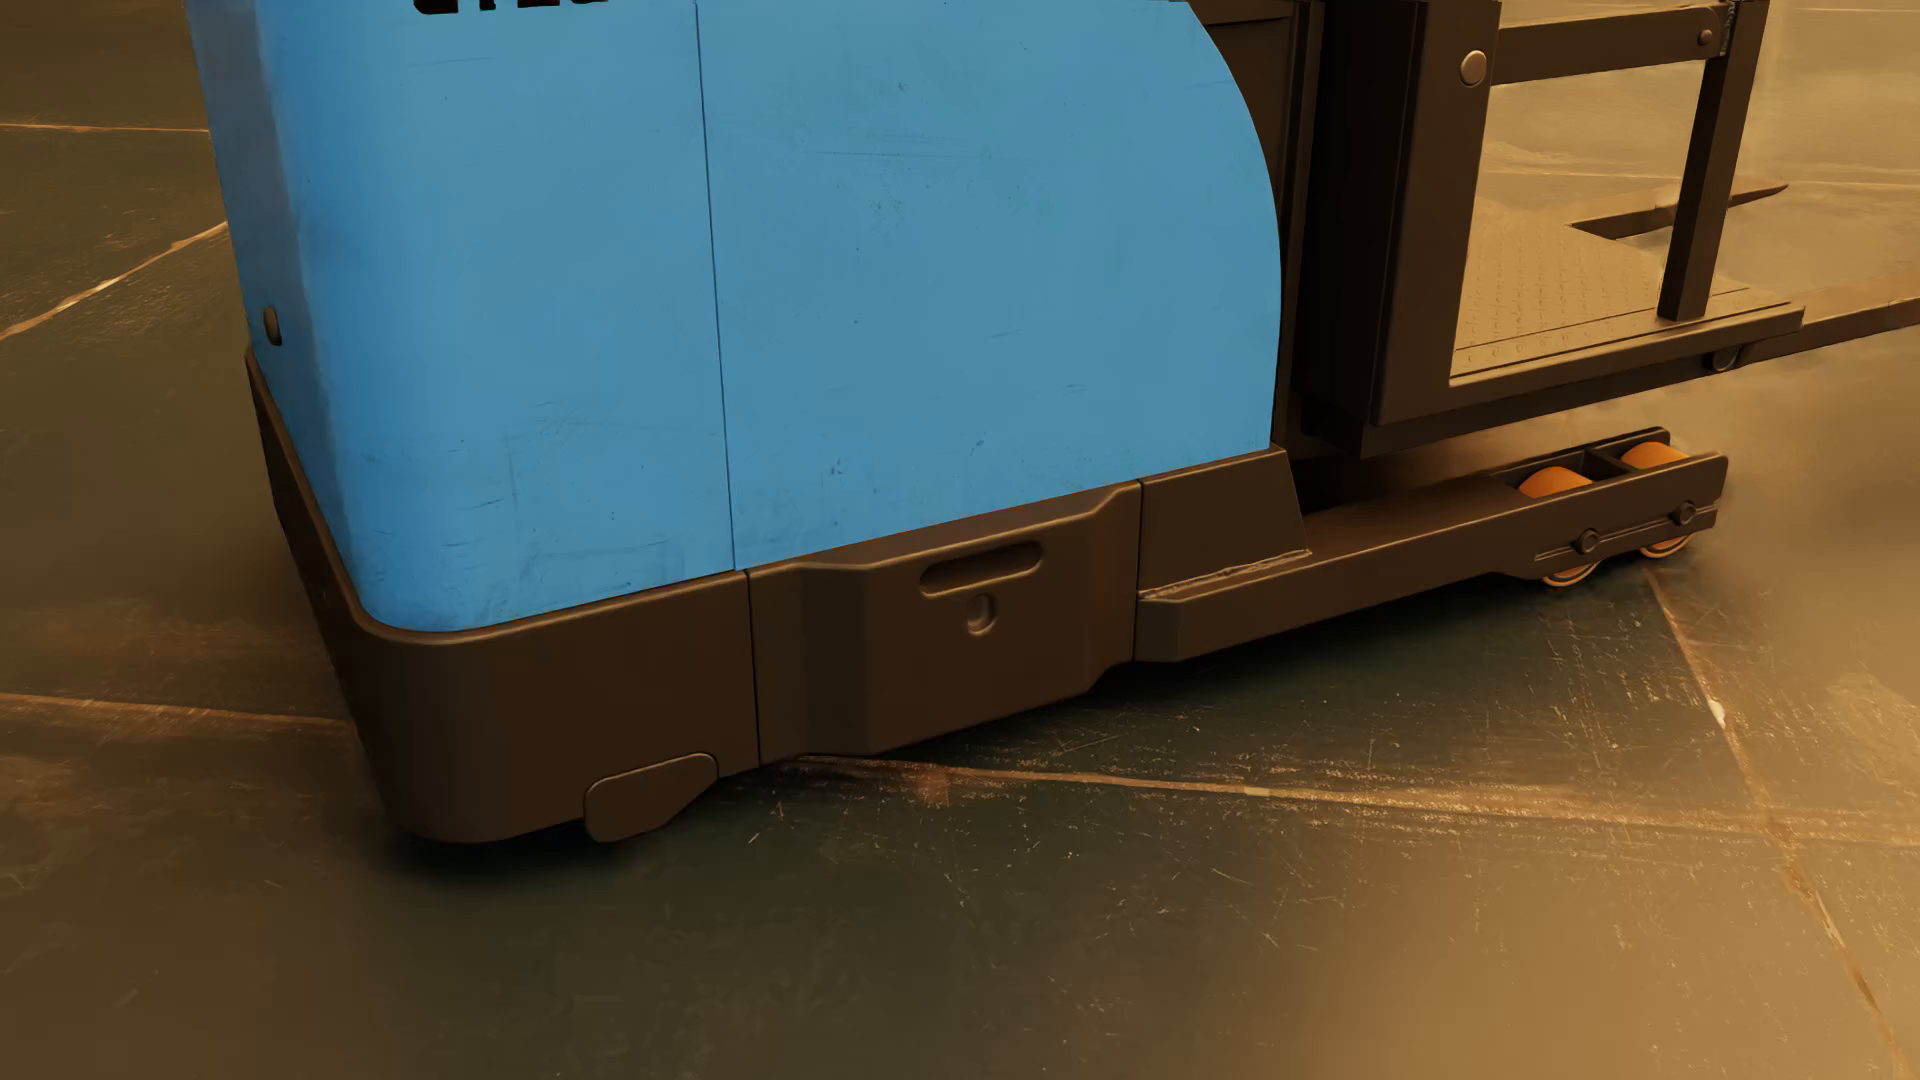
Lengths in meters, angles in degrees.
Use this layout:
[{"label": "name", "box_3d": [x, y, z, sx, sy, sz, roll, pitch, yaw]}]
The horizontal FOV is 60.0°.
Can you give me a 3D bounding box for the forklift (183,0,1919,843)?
[{"label": "forklift", "box_3d": [0.539, -1.440, 2.103, 3.031, 2.935, 1.130, -13, 29, -25]}]
